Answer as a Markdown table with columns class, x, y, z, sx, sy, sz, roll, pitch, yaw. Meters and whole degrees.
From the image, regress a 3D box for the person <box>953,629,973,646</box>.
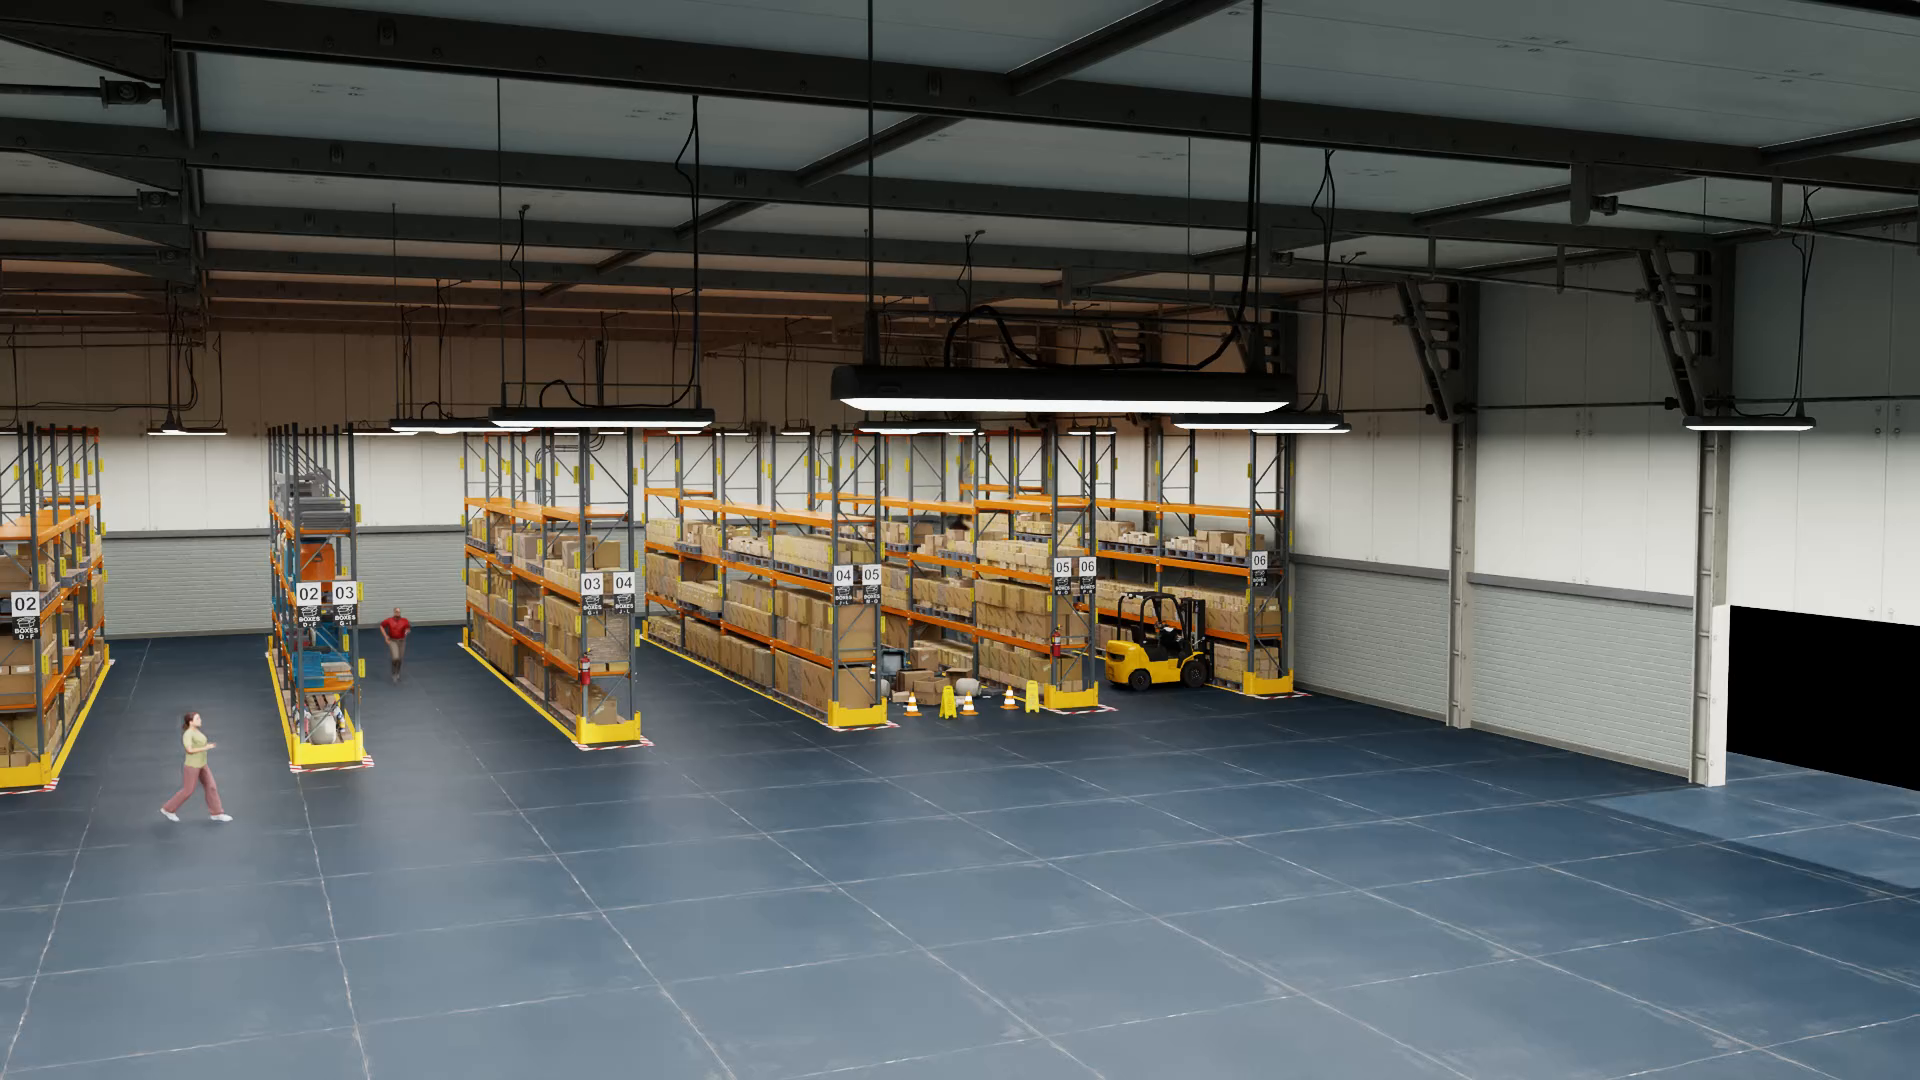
| class | x | y | z | sx | sy | sz | roll | pitch | yaw |
| --- | --- | --- | --- | --- | --- | --- | --- | --- | --- |
| person | 0.041 | 2.131 | 44.648 | 0.684 | 1.767 | 0.761 | -2 | 4 | -24 |

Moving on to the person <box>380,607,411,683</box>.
| class | x | y | z | sx | sy | sz | roll | pitch | yaw |
| --- | --- | --- | --- | --- | --- | --- | --- | --- | --- |
| person | -13.260 | 2.487 | 39.185 | 0.638 | 1.799 | 0.794 | -3 | 4 | -38 |

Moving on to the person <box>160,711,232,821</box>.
| class | x | y | z | sx | sy | sz | roll | pitch | yaw |
| --- | --- | --- | --- | --- | --- | --- | --- | --- | --- |
| person | -11.311 | 3.352 | 24.593 | 0.981 | 1.651 | 0.577 | 0 | 3 | -3 |
